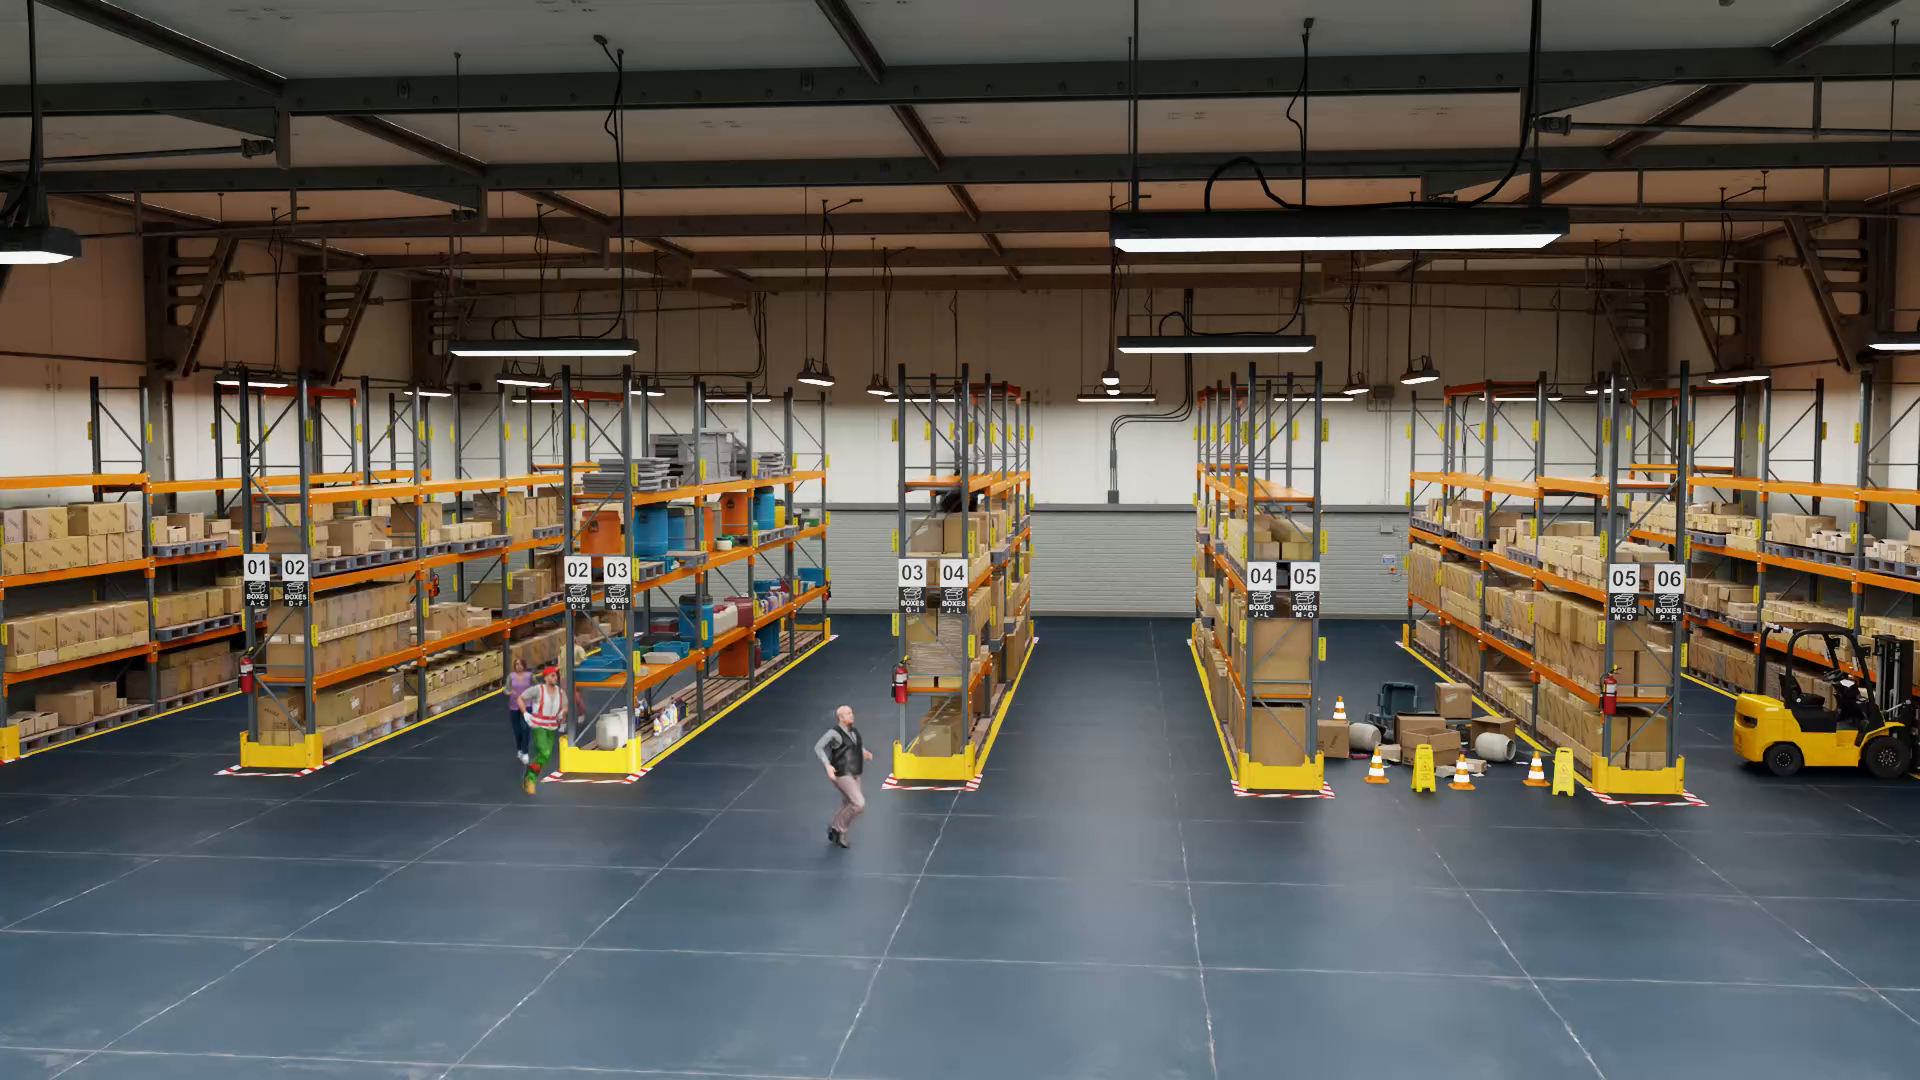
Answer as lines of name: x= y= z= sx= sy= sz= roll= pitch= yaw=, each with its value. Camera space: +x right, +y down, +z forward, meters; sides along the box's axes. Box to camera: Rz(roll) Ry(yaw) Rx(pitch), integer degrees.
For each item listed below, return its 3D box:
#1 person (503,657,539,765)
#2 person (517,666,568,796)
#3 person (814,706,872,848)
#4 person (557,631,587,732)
person: x=-6.655 y=2.587 z=25.215 sx=0.513 sy=1.632 sz=0.657 roll=0 pitch=4 yaw=-7
person: x=-5.748 y=2.636 z=23.144 sx=0.578 sy=1.760 sz=0.681 roll=3 pitch=5 yaw=40
person: x=-1.351 y=2.854 z=20.064 sx=0.678 sy=1.702 sz=0.630 roll=2 pitch=4 yaw=31
person: x=-6.561 y=2.341 z=28.053 sx=0.573 sy=1.659 sz=0.955 roll=0 pitch=4 yaw=4
